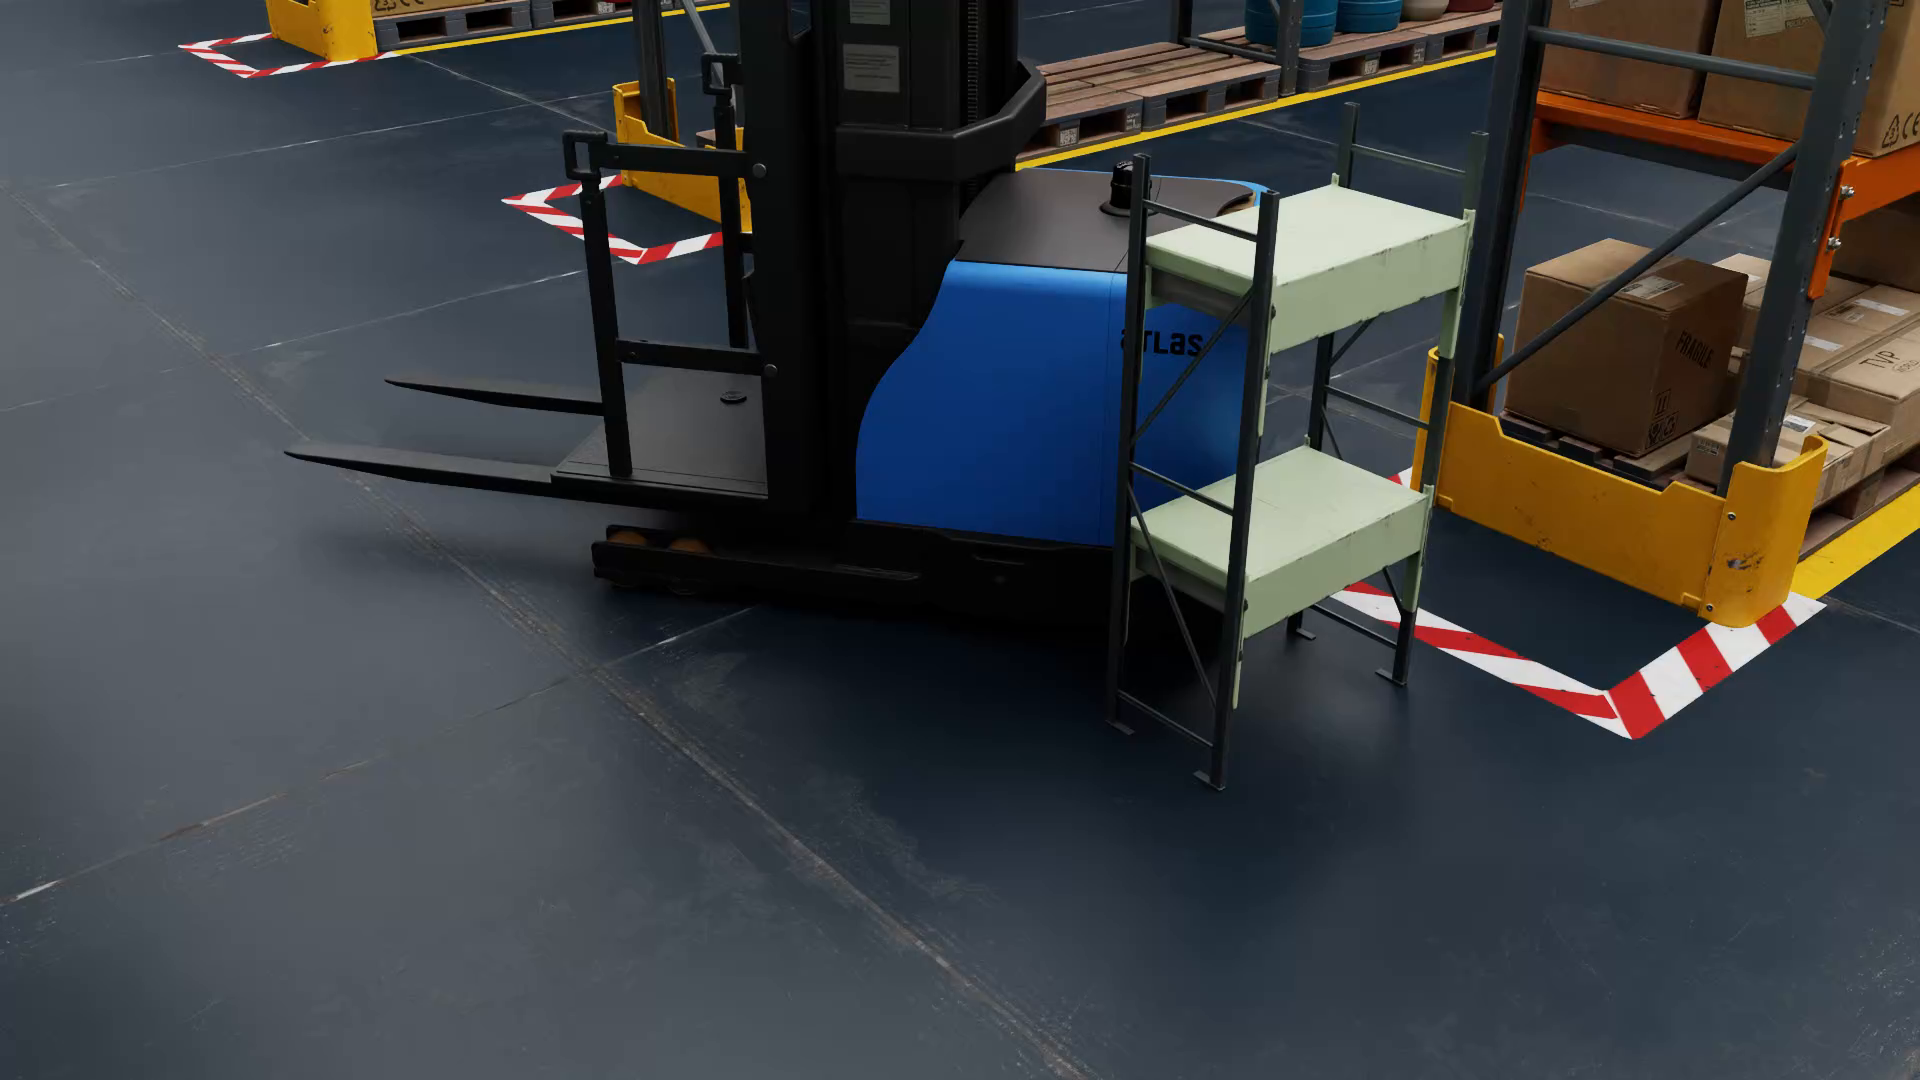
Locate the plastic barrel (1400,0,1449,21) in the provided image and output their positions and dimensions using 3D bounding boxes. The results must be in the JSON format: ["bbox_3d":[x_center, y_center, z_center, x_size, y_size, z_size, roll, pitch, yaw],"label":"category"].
[{"bbox_3d":[3.202,-3.902,11.563,0.421,0.512,0.421,0,28,0],"label":"plastic barrel"}]

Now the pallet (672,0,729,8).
[{"bbox_3d":[-2.093,-4.638,13.705,1.213,0.211,1.003,-22,35,-35],"label":"pallet"}]

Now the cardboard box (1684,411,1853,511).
[{"bbox_3d":[2.461,-0.237,5.070,0.250,0.149,0.380,-22,35,-35],"label":"cardboard box"}]

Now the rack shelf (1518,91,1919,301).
[{"bbox_3d":[3.441,-1.590,5.807,4.000,0.370,1.077,-22,35,-35],"label":"rack shelf"}]

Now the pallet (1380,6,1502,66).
[{"bbox_3d":[3.293,-3.663,11.881,1.213,0.211,1.003,-22,35,-35],"label":"pallet"}]

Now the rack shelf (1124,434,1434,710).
[{"bbox_3d":[0.796,0.061,4.237,0.720,0.370,0.431,-22,35,-35],"label":"rack shelf"}]

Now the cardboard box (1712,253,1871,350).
[{"bbox_3d":[2.916,-0.812,6.037,0.500,0.250,0.500,-22,35,-35],"label":"cardboard box"}]

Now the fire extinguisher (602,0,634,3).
[{"bbox_3d":[-1.702,-2.991,8.142,0.183,0.674,0.296,-22,35,-35],"label":"fire extinguisher"}]

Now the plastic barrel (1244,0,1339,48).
[{"bbox_3d":[2.175,-3.717,10.803,0.708,0.901,0.600,-22,35,-35],"label":"plastic barrel"}]

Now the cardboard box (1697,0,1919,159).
[{"bbox_3d":[2.428,-1.381,4.546,0.500,0.500,0.500,-21,35,-34],"label":"cardboard box"}]

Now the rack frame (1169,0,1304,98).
[{"bbox_3d":[1.750,-4.297,10.107,0.127,3.000,1.000,-22,35,-35],"label":"rack frame"}]

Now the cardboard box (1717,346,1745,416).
[{"bbox_3d":[2.540,-0.586,5.704,0.250,0.166,0.380,-22,35,-35],"label":"cardboard box"}]

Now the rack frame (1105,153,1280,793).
[{"bbox_3d":[0.517,-0.115,3.875,0.023,1.500,0.400,-22,35,-35],"label":"rack frame"}]

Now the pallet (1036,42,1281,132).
[{"bbox_3d":[1.216,-2.828,10.318,1.213,0.211,1.003,-22,35,-35],"label":"pallet"}]

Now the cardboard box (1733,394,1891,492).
[{"bbox_3d":[2.651,-0.322,5.208,0.250,0.166,0.380,-22,35,-35],"label":"cardboard box"}]

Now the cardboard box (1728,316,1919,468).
[{"bbox_3d":[2.898,-0.495,5.444,0.500,0.250,0.500,-22,35,-35],"label":"cardboard box"}]

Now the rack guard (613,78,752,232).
[{"bbox_3d":[-1.302,-1.959,8.384,0.348,0.500,1.175,-22,35,-35],"label":"rack guard"}]

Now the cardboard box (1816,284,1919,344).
[{"bbox_3d":[3.278,-0.648,5.730,0.500,0.250,0.500,-22,35,-35],"label":"cardboard box"}]

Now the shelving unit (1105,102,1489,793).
[{"bbox_3d":[0.796,-0.227,4.083,0.755,1.500,0.431,-22,35,-35],"label":"shelving unit"}]

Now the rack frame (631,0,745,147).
[{"bbox_3d":[-1.293,-3.073,7.818,0.127,3.000,1.000,-22,35,-35],"label":"rack frame"}]

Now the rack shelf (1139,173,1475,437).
[{"bbox_3d":[0.796,-0.571,3.899,0.720,0.370,0.431,-22,35,-35],"label":"rack shelf"}]

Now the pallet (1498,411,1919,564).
[{"bbox_3d":[2.583,-0.333,5.650,1.213,0.211,1.003,-22,35,-35],"label":"pallet"}]

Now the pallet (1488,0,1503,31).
[{"bbox_3d":[4.221,-4.034,12.575,1.213,0.211,1.003,-22,35,-35],"label":"pallet"}]

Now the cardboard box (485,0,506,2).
[{"bbox_3d":[-3.380,-4.600,12.484,0.875,0.875,0.875,-22,35,-35],"label":"cardboard box"}]

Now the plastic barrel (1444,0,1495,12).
[{"bbox_3d":[3.573,-4.141,11.929,0.708,0.588,0.600,-22,35,-35],"label":"plastic barrel"}]

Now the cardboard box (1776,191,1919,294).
[{"bbox_3d":[3.537,-1.036,6.188,0.637,0.503,0.797,-22,35,-35],"label":"cardboard box"}]

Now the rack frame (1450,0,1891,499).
[{"bbox_3d":[1.920,-1.296,4.492,0.127,3.000,1.000,-22,35,-35],"label":"rack frame"}]

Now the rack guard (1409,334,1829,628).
[{"bbox_3d":[1.977,-0.217,5.125,0.348,0.500,1.175,-22,35,-35],"label":"rack guard"}]

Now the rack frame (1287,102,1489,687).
[{"bbox_3d":[1.076,-0.338,4.292,0.023,1.500,0.400,-22,35,-35],"label":"rack frame"}]

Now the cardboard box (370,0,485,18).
[{"bbox_3d":[-4.072,-4.322,11.963,0.875,0.875,0.875,-22,35,-35],"label":"cardboard box"}]

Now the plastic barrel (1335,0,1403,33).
[{"bbox_3d":[2.714,-3.933,11.208,0.708,0.901,0.600,-22,35,-35],"label":"plastic barrel"}]

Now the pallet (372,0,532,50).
[{"bbox_3d":[-3.950,-3.892,12.308,1.213,0.211,1.003,-22,35,-35],"label":"pallet"}]

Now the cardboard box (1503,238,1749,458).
[{"bbox_3d":[2.173,-0.642,5.454,0.500,0.500,0.500,-22,35,-35],"label":"cardboard box"}]

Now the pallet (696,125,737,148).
[{"bbox_3d":[-0.640,-2.082,8.921,1.213,0.211,1.003,-22,35,-35],"label":"pallet"}]

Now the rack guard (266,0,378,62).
[{"bbox_3d":[-4.525,-3.739,11.716,0.348,0.500,1.175,-22,35,-35],"label":"rack guard"}]

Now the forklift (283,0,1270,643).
[{"bbox_3d":[-0.612,-1.363,4.690,3.031,2.935,1.130,7,29,12],"label":"forklift"}]

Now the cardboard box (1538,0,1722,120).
[{"bbox_3d":[2.084,-1.574,4.908,0.500,0.500,0.500,-21,34,-33],"label":"cardboard box"}]

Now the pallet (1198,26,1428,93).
[{"bbox_3d":[2.365,-3.288,11.178,1.213,0.211,1.003,-22,35,-35],"label":"pallet"}]

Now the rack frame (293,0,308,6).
[{"bbox_3d":[-4.507,-4.849,11.141,0.127,3.000,1.000,-22,35,-35],"label":"rack frame"}]

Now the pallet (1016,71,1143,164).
[{"bbox_3d":[0.288,-2.453,9.616,1.213,0.211,1.003,-22,35,-35],"label":"pallet"}]

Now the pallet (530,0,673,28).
[{"bbox_3d":[-3.022,-4.263,13.003,1.213,0.211,1.003,-22,35,-35],"label":"pallet"}]
